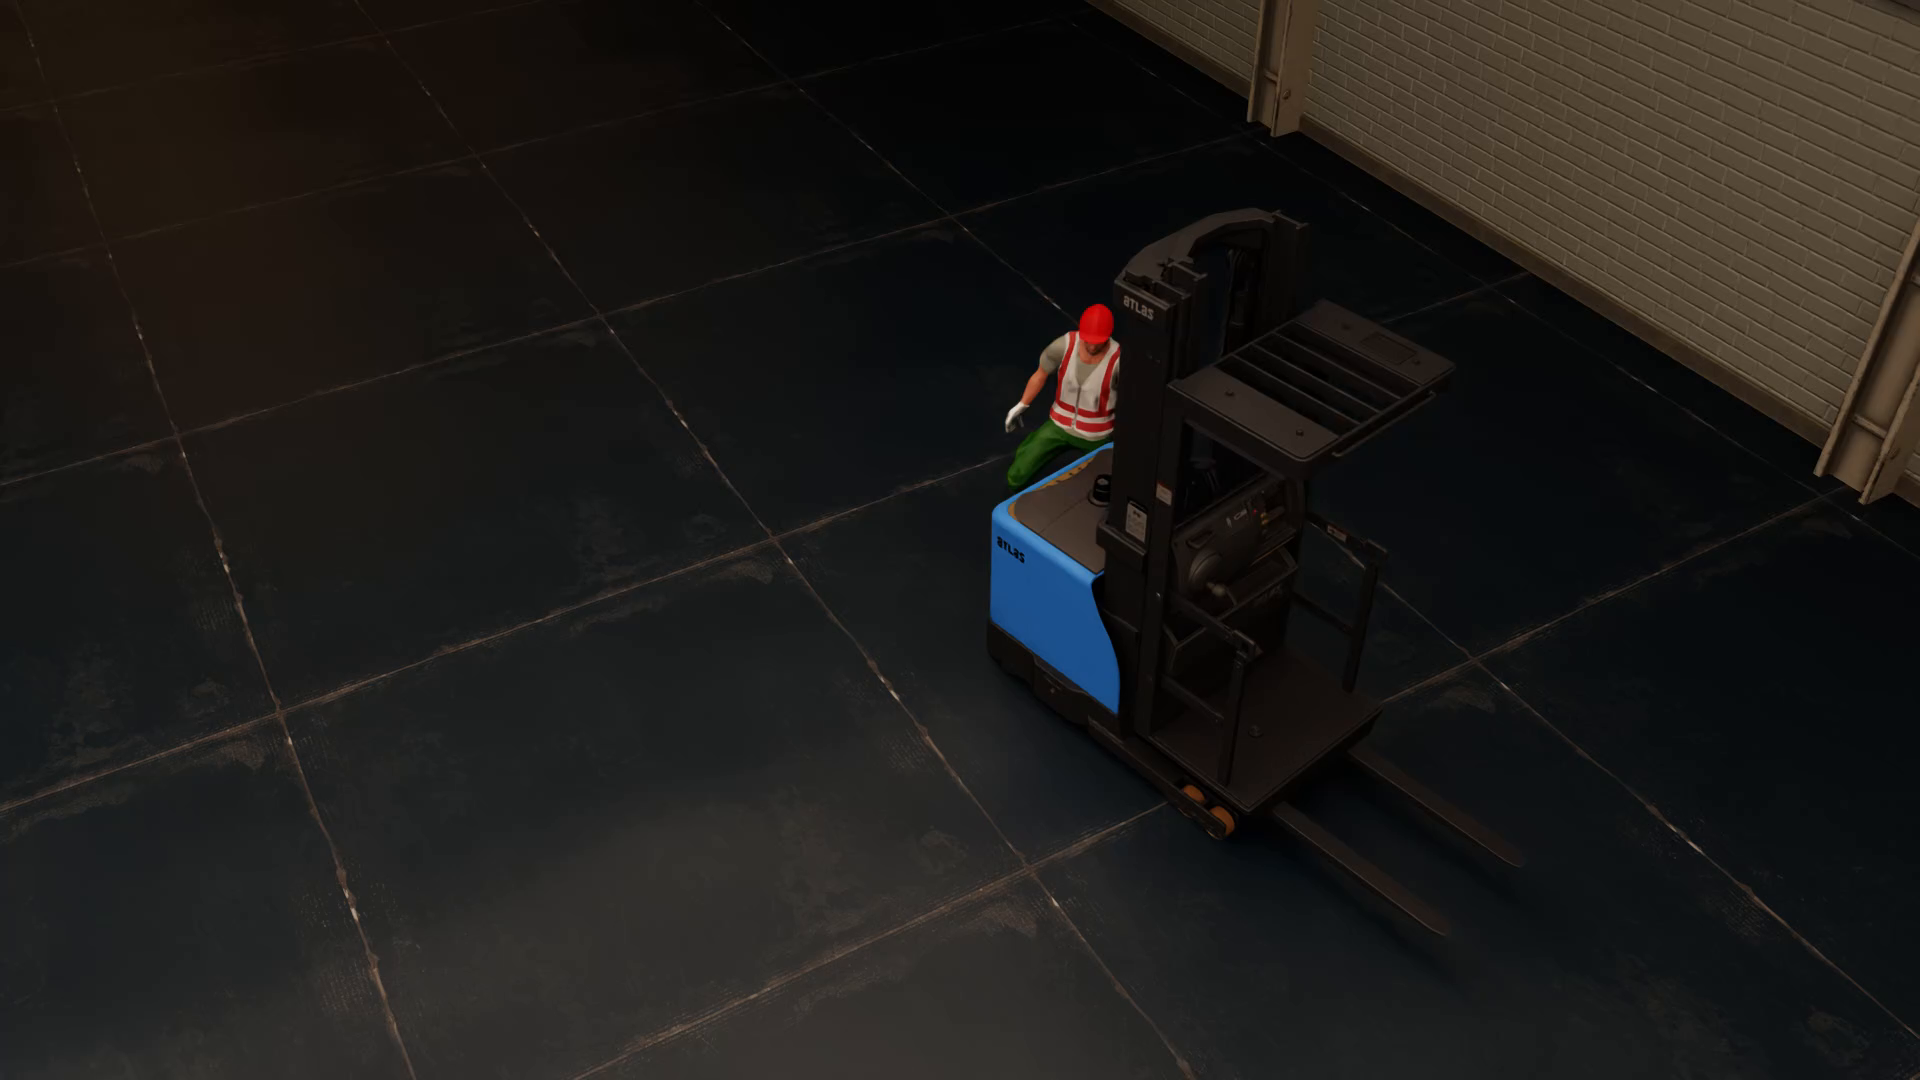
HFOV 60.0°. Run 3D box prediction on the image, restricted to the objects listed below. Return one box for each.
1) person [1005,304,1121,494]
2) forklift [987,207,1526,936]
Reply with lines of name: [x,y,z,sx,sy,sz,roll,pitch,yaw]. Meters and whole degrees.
person: [0.755,-0.672,9.875,0.994,1.650,0.678,16,42,18]
forklift: [1.506,0.027,8.004,1.130,2.935,3.031,-30,48,-31]
